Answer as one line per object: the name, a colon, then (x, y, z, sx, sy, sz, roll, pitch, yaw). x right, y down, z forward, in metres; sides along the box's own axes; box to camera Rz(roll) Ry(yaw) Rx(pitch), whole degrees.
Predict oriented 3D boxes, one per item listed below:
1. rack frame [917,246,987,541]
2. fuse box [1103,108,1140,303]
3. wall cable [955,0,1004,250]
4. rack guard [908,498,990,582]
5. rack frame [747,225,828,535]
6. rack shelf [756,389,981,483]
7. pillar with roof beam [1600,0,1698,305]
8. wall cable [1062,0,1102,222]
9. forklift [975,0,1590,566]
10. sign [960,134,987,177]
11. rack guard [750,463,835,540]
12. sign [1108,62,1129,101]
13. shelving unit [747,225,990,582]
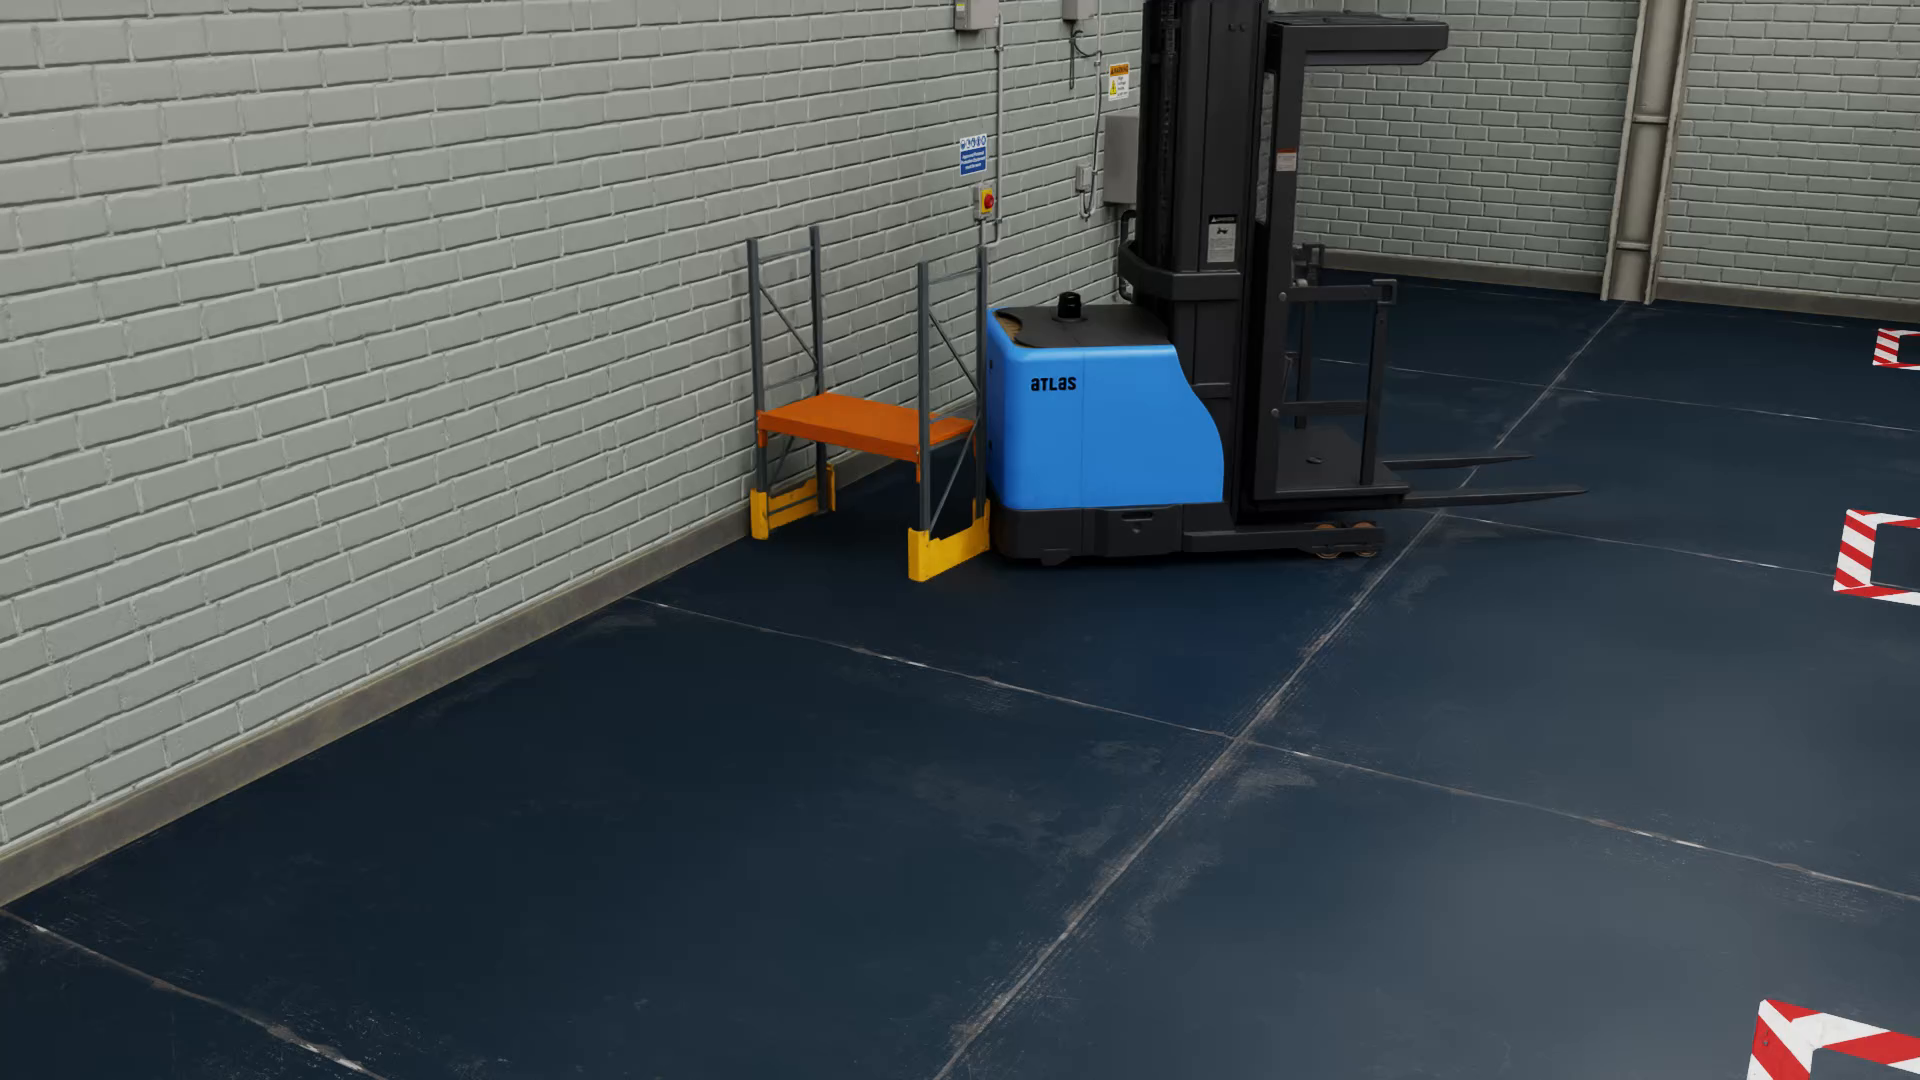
rack frame: (-0.031, -0.589, 7.790, 0.032, 1.500, 0.500, 14, 24, 33)
fuse box: (1.308, -2.161, 11.813, 0.414, 1.711, 0.539, 11, 23, 27)
wall cable: (0.156, -2.658, 9.758, 0.123, 1.953, 0.585, 11, 23, 27)
rack guard: (-0.047, -0.006, 8.014, 0.087, 0.250, 0.587, 14, 24, 33)
rack frame: (-0.857, -0.792, 8.348, 0.032, 1.500, 0.500, 14, 24, 33)
rack shelf: (-0.444, -0.521, 8.130, 1.000, 0.185, 0.538, 14, 24, 33)
pillar with roof beam: (3.494, -4.968, 8.865, 0.400, 9.000, 9.100, 11, 23, 27)
wall cable: (0.838, -3.067, 10.932, 0.122, 1.984, 0.588, 11, 23, 27)
forklift: (1.637, -1.461, 8.095, 3.031, 2.935, 1.130, -3, 20, -7)
sign: (0.079, -2.288, 9.879, 0.001, 0.218, 0.327, 11, 23, 27)
rack guard: (-0.855, -0.204, 8.560, 0.087, 0.250, 0.587, 14, 24, 33)
sign: (1.100, -3.173, 11.502, 0.001, 0.242, 0.339, 11, 23, 27)
shelving unit: (-0.451, -0.692, 8.074, 1.083, 1.500, 0.587, 14, 24, 33)
